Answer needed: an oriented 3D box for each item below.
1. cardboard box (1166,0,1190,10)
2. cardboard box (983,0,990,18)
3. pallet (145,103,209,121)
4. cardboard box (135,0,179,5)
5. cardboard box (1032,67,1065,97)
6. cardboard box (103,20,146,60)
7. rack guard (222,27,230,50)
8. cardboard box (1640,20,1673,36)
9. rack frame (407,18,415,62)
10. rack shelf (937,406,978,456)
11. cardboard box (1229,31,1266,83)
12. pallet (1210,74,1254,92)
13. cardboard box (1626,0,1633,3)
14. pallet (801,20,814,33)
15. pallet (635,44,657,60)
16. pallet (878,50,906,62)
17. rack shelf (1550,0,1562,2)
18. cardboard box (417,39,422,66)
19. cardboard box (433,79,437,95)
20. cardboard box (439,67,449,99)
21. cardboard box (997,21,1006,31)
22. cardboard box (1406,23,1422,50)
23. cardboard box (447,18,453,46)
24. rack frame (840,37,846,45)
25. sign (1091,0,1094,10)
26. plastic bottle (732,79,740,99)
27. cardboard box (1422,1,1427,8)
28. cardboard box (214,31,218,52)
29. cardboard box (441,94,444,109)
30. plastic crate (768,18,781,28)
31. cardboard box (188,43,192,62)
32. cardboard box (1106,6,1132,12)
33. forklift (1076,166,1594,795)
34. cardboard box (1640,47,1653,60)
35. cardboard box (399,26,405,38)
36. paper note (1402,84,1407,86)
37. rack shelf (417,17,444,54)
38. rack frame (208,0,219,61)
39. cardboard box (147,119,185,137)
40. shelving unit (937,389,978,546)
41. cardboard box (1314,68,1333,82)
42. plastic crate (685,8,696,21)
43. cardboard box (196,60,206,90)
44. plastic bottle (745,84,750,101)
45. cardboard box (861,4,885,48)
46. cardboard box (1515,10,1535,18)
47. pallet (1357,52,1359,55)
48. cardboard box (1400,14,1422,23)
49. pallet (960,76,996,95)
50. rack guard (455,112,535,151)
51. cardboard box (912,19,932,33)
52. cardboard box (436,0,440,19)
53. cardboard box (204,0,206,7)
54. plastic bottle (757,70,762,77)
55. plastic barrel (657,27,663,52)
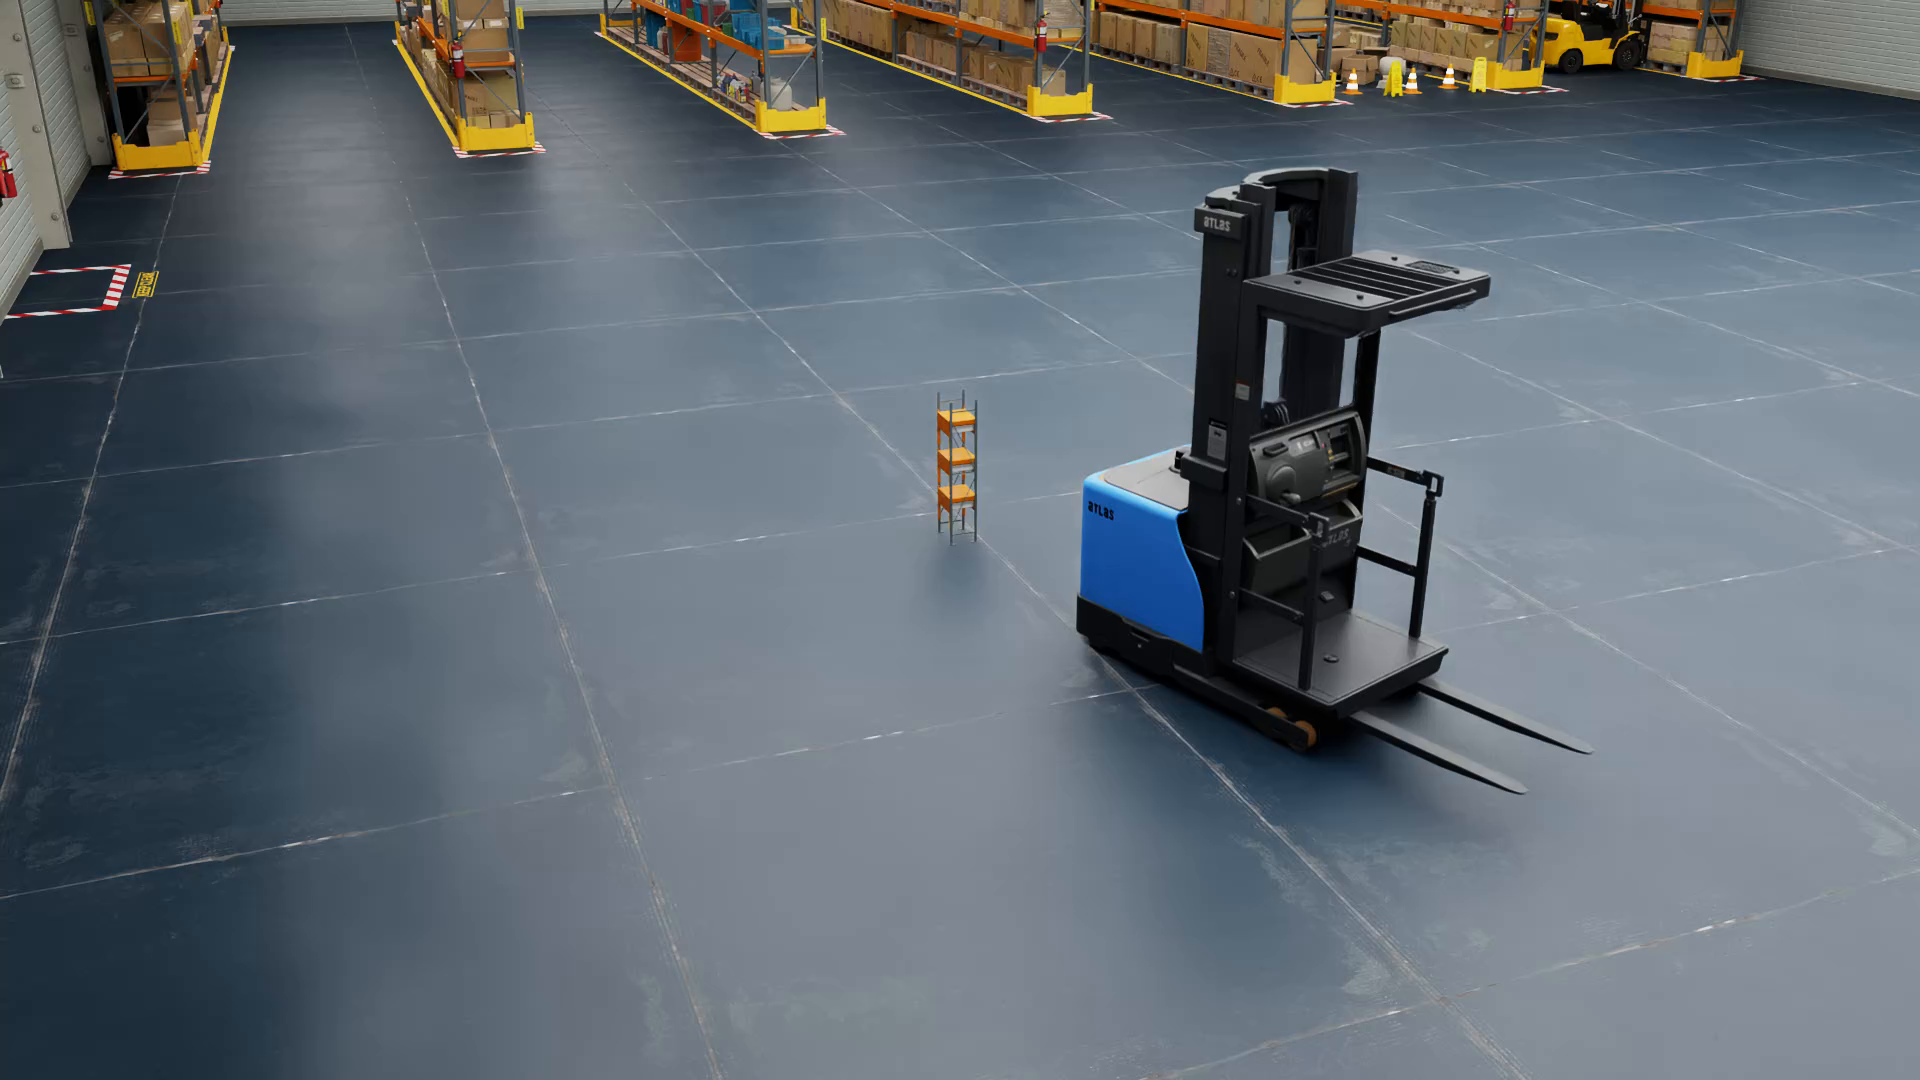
[{"bbox_3d":[4.652,-11.357,34.704,0.500,0.500,0.500,-8,24,-19],"label":"cardboard box"},{"bbox_3d":[0.926,-10.171,31.507,0.875,0.500,0.500,-8,24,-19],"label":"cardboard box"},{"bbox_3d":[-13.768,-7.473,29.208,1.003,0.211,1.213,-8,24,-19],"label":"pallet"},{"bbox_3d":[-13.640,-8.913,28.341,0.700,0.500,0.500,-8,24,-19],"label":"cardboard box"},{"bbox_3d":[1.618,-8.331,30.332,0.500,0.500,0.500,-4,23,-9],"label":"cardboard box"},{"bbox_3d":[-12.444,-7.449,24.764,0.500,0.500,0.500,-9,24,-20],"label":"cardboard box"},{"bbox_3d":[-17.739,-11.692,38.847,1.175,0.500,0.348,-8,24,-19],"label":"rack guard"},{"bbox_3d":[14.909,-10.981,35.654,0.500,0.250,0.500,-8,24,-18],"label":"cardboard box"},{"bbox_3d":[-11.685,-12.063,36.508,1.000,3.000,0.127,-8,24,-19],"label":"rack frame"},{"bbox_3d":[-0.019,-0.755,11.486,0.215,0.259,0.240,-8,24,-19],"label":"rack shelf"},{"bbox_3d":[5.885,-9.475,32.564,0.875,0.875,0.875,-9,24,-20],"label":"cardboard box"},{"bbox_3d":[5.716,-9.142,33.168,1.003,0.211,1.213,-8,24,-19],"label":"pallet"},{"bbox_3d":[14.773,-11.849,35.871,0.500,0.500,0.500,-8,24,-19],"label":"cardboard box"},{"bbox_3d":[-3.473,-13.309,43.056,1.003,0.211,1.213,-8,24,-19],"label":"pallet"},{"bbox_3d":[-6.816,-11.170,37.980,1.003,0.211,1.213,-8,24,-19],"label":"pallet"},{"bbox_3d":[-1.211,-10.979,37.527,1.003,0.211,1.213,-8,24,-19],"label":"pallet"},{"bbox_3d":[13.617,-12.951,39.542,1.077,0.370,4.000,-8,24,-19],"label":"rack shelf"},{"bbox_3d":[-11.004,-10.156,34.636,0.500,0.500,0.500,-9,25,-21],"label":"cardboard box"},{"bbox_3d":[-9.453,-8.377,30.764,0.500,0.250,0.500,-9,24,-20],"label":"cardboard box"},{"bbox_3d":[-8.634,-7.853,28.555,0.500,0.500,0.500,-8,24,-19],"label":"cardboard box"},{"bbox_3d":[0.901,-9.551,30.871,0.380,0.149,0.250,-8,24,-19],"label":"cardboard box"},{"bbox_3d":[9.837,-10.701,35.312,0.500,0.500,0.500,-7,24,-17],"label":"cardboard box"},{"bbox_3d":[-8.330,-8.668,28.325,0.700,0.500,0.500,-8,24,-18],"label":"cardboard box"},{"bbox_3d":[-2.416,-13.421,39.730,1.000,3.000,0.127,-8,24,-19],"label":"rack frame"},{"bbox_3d":[2.331,-9.534,29.393,0.100,0.325,0.005,-8,24,-19],"label":"sign"},{"bbox_3d":[-4.044,-8.176,30.129,0.144,0.351,0.185,-7,24,-17],"label":"plastic bottle"},{"bbox_3d":[9.931,-11.235,34.868,0.380,0.149,0.250,-8,24,-19],"label":"cardboard box"},{"bbox_3d":[-16.660,-10.892,36.408,0.700,0.500,0.500,-9,24,-20],"label":"cardboard box"},{"bbox_3d":[-8.807,-7.690,29.133,0.500,0.250,0.500,-8,24,-19],"label":"cardboard box"},{"bbox_3d":[-3.578,-9.401,30.384,0.499,0.251,0.616,-8,24,-19],"label":"plastic crate"},{"bbox_3d":[-12.502,-7.739,26.417,0.500,0.250,0.500,-8,24,-19],"label":"cardboard box"},{"bbox_3d":[3.656,-12.282,38.740,0.500,0.250,0.500,-9,25,-21],"label":"cardboard box"},{"bbox_3d":[2.051,-0.424,8.981,1.130,2.935,3.031,-18,29,-37],"label":"forklift"},{"bbox_3d":[14.940,-10.521,35.850,0.500,0.250,0.500,-8,24,-18],"label":"cardboard box"},{"bbox_3d":[-12.995,-12.034,39.413,0.500,0.250,0.500,-8,24,-19],"label":"cardboard box"},{"bbox_3d":[8.898,-9.122,33.354,0.148,0.019,0.142,-18,29,-37],"label":"paper note"},{"bbox_3d":[-9.565,-9.551,31.475,1.077,0.370,4.000,-8,24,-19],"label":"rack shelf"},{"bbox_3d":[-16.318,-11.382,34.892,1.000,3.000,0.127,-8,24,-19],"label":"rack frame"},{"bbox_3d":[-12.440,-6.456,26.101,0.500,0.311,0.500,-6,24,-15],"label":"cardboard box"},{"bbox_3d":[-0.019,-0.503,11.592,0.215,1.050,0.252,-8,24,-19],"label":"shelving unit"},{"bbox_3d":[7.416,-9.526,34.009,0.396,0.266,0.258,-4,23,-10],"label":"cardboard box"},{"bbox_3d":[-5.103,-10.331,32.671,0.450,0.188,0.662,-8,24,-19],"label":"plastic crate"},{"bbox_3d":[-14.602,-8.725,31.240,0.700,0.500,0.500,-8,24,-18],"label":"cardboard box"},{"bbox_3d":[-3.833,-8.049,29.916,0.061,0.283,0.133,-8,24,-19],"label":"plastic bottle"},{"bbox_3d":[-1.535,-11.760,37.985,1.225,0.875,0.875,-8,24,-19],"label":"cardboard box"},{"bbox_3d":[11.168,-10.456,33.020,0.380,0.149,0.250,-8,24,-19],"label":"cardboard box"},{"bbox_3d":[8.970,-11.315,38.325,1.003,0.211,1.213,-8,24,-19],"label":"pallet"},{"bbox_3d":[9.625,-11.139,35.516,0.380,0.149,0.250,-8,24,-18],"label":"cardboard box"},{"bbox_3d":[0.681,-8.990,32.807,1.003,0.211,1.213,-8,24,-19],"label":"pallet"},{"bbox_3d":[-7.437,-6.542,26.628,1.175,0.500,0.348,-8,24,-19],"label":"rack guard"},{"bbox_3d":[-0.738,-11.124,35.968,0.500,0.250,0.500,-7,24,-17],"label":"cardboard box"},{"bbox_3d":[-9.664,-10.048,31.599,0.500,0.500,0.500,-10,25,-22],"label":"cardboard box"},{"bbox_3d":[-15.379,-10.893,33.194,0.500,0.500,0.500,-8,24,-17],"label":"cardboard box"},{"bbox_3d":[-3.726,-8.622,31.188,0.144,0.351,0.185,-9,24,-20],"label":"plastic bottle"},{"bbox_3d":[-6.507,-11.113,36.918,0.421,0.512,0.421,0,23,0],"label":"plastic barrel"}]
